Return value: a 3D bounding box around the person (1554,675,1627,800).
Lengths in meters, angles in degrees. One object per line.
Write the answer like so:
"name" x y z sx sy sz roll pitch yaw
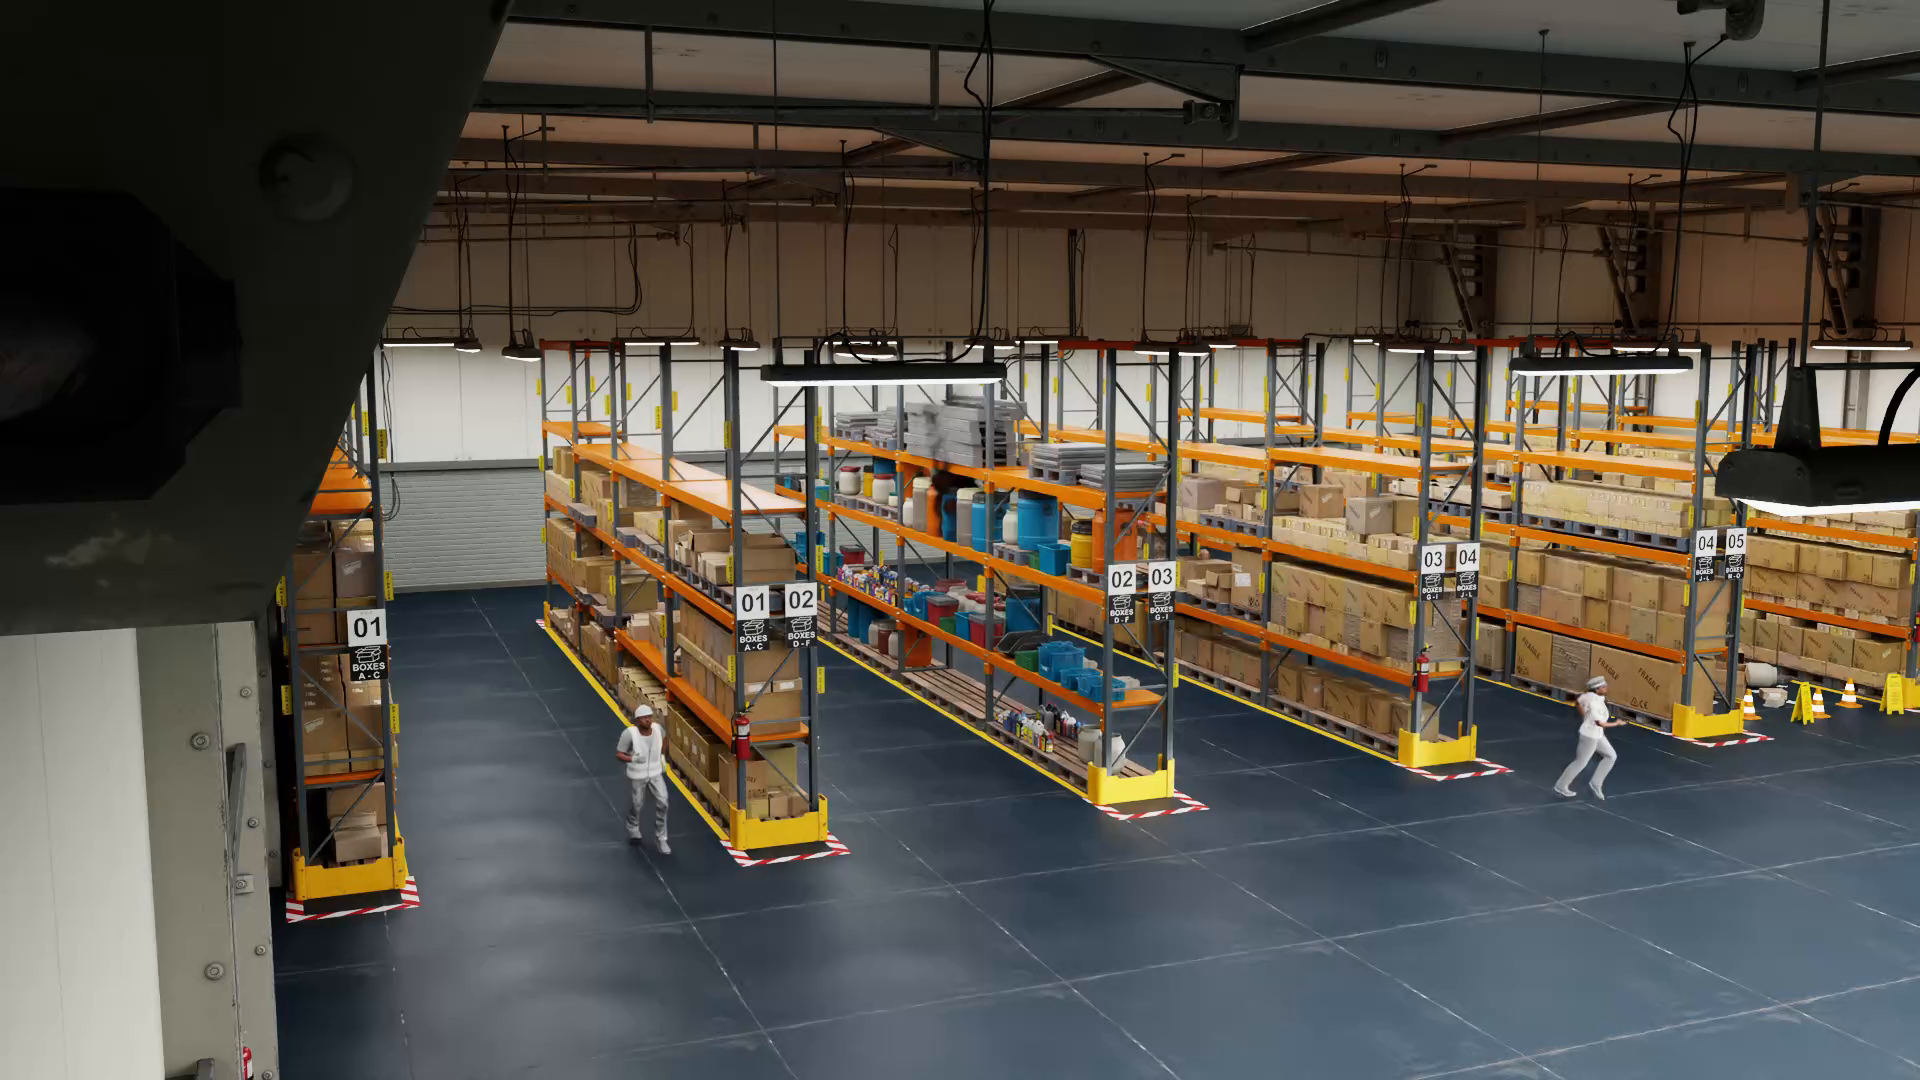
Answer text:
"person" 8.405 2.623 22.146 0.861 1.709 0.587 3 8 22

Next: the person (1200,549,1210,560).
"person" 5.052 1.059 33.866 0.698 1.733 0.634 -4 8 -28

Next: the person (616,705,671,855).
"person" -3.819 2.861 20.067 0.699 1.817 0.841 -4 8 -28

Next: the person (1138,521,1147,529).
"person" 4.235 0.394 39.091 0.758 1.724 0.536 -1 7 -8
